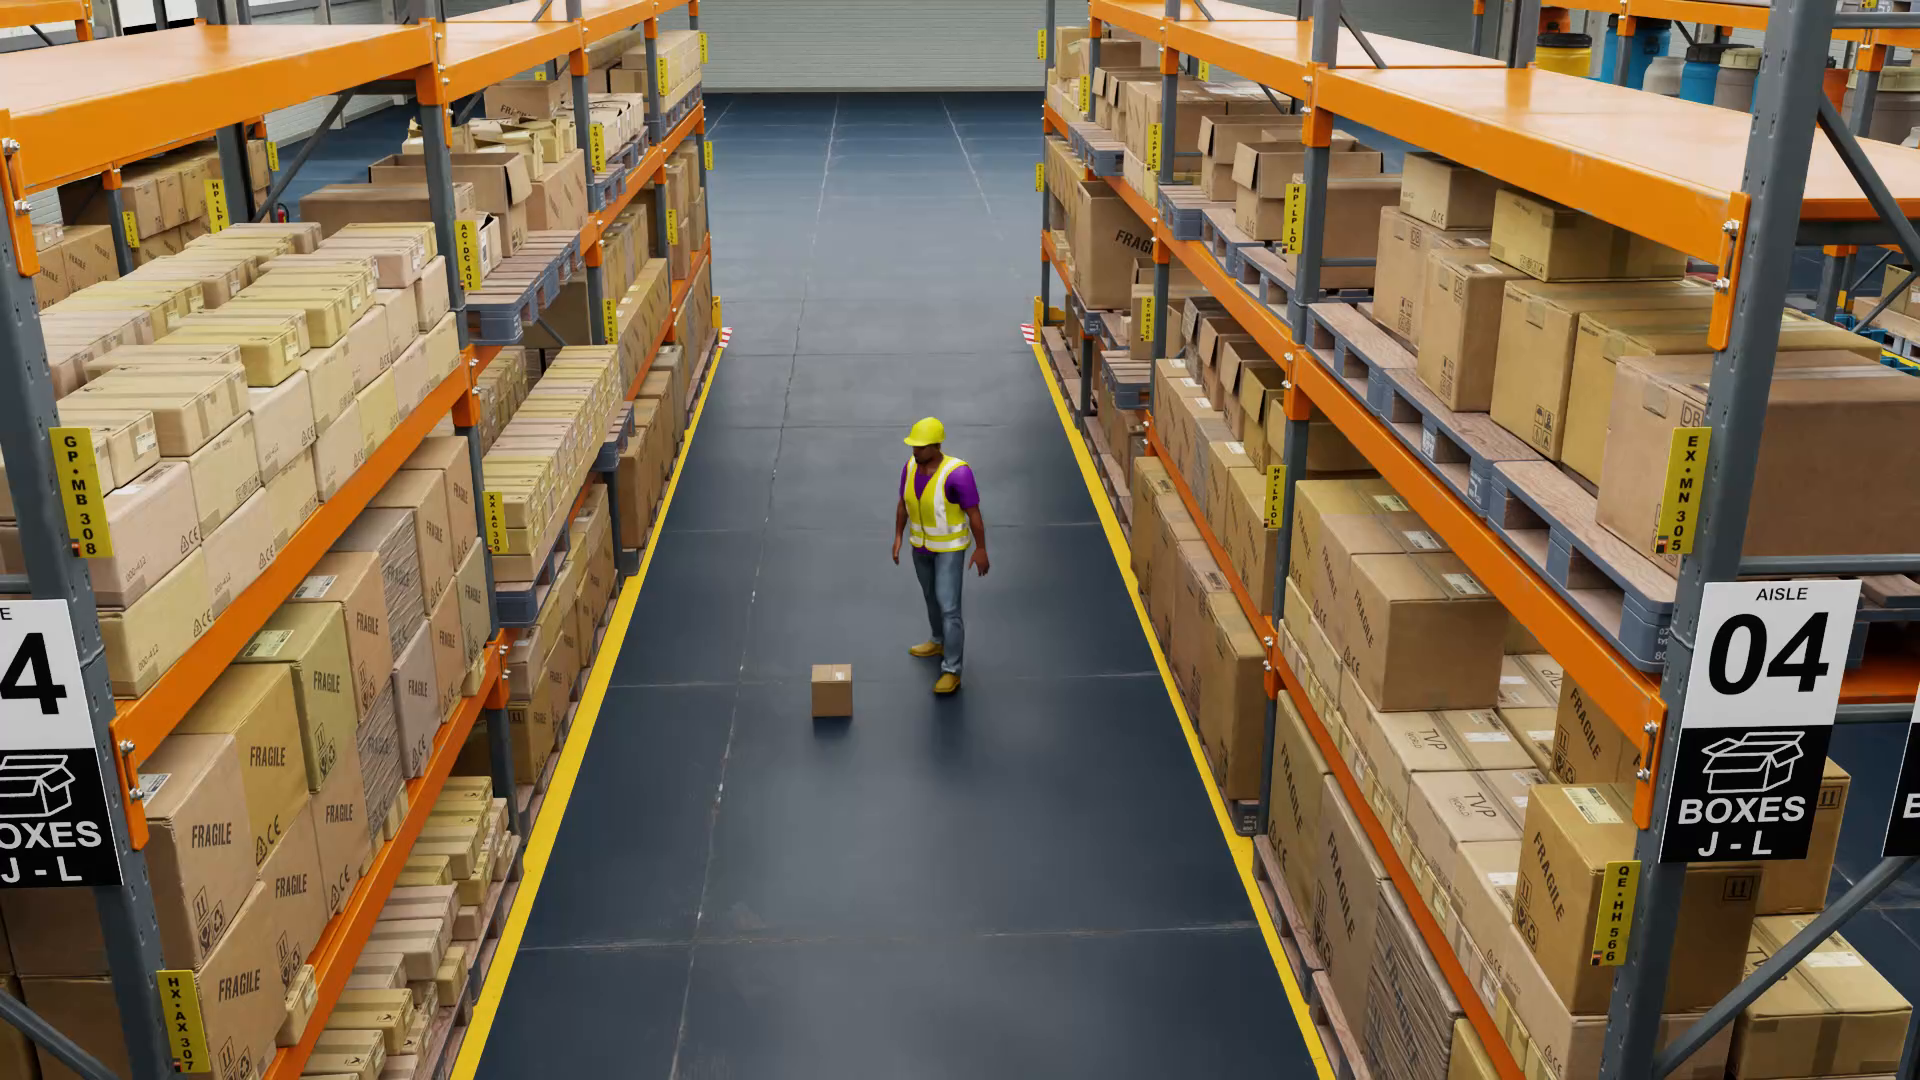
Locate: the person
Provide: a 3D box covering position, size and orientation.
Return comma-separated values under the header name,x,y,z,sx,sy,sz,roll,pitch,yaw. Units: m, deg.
name,x,y,z,sx,sy,sz,roll,pitch,yaw
person,-0.171,0.057,10.848,0.732,1.749,0.692,17,26,38
